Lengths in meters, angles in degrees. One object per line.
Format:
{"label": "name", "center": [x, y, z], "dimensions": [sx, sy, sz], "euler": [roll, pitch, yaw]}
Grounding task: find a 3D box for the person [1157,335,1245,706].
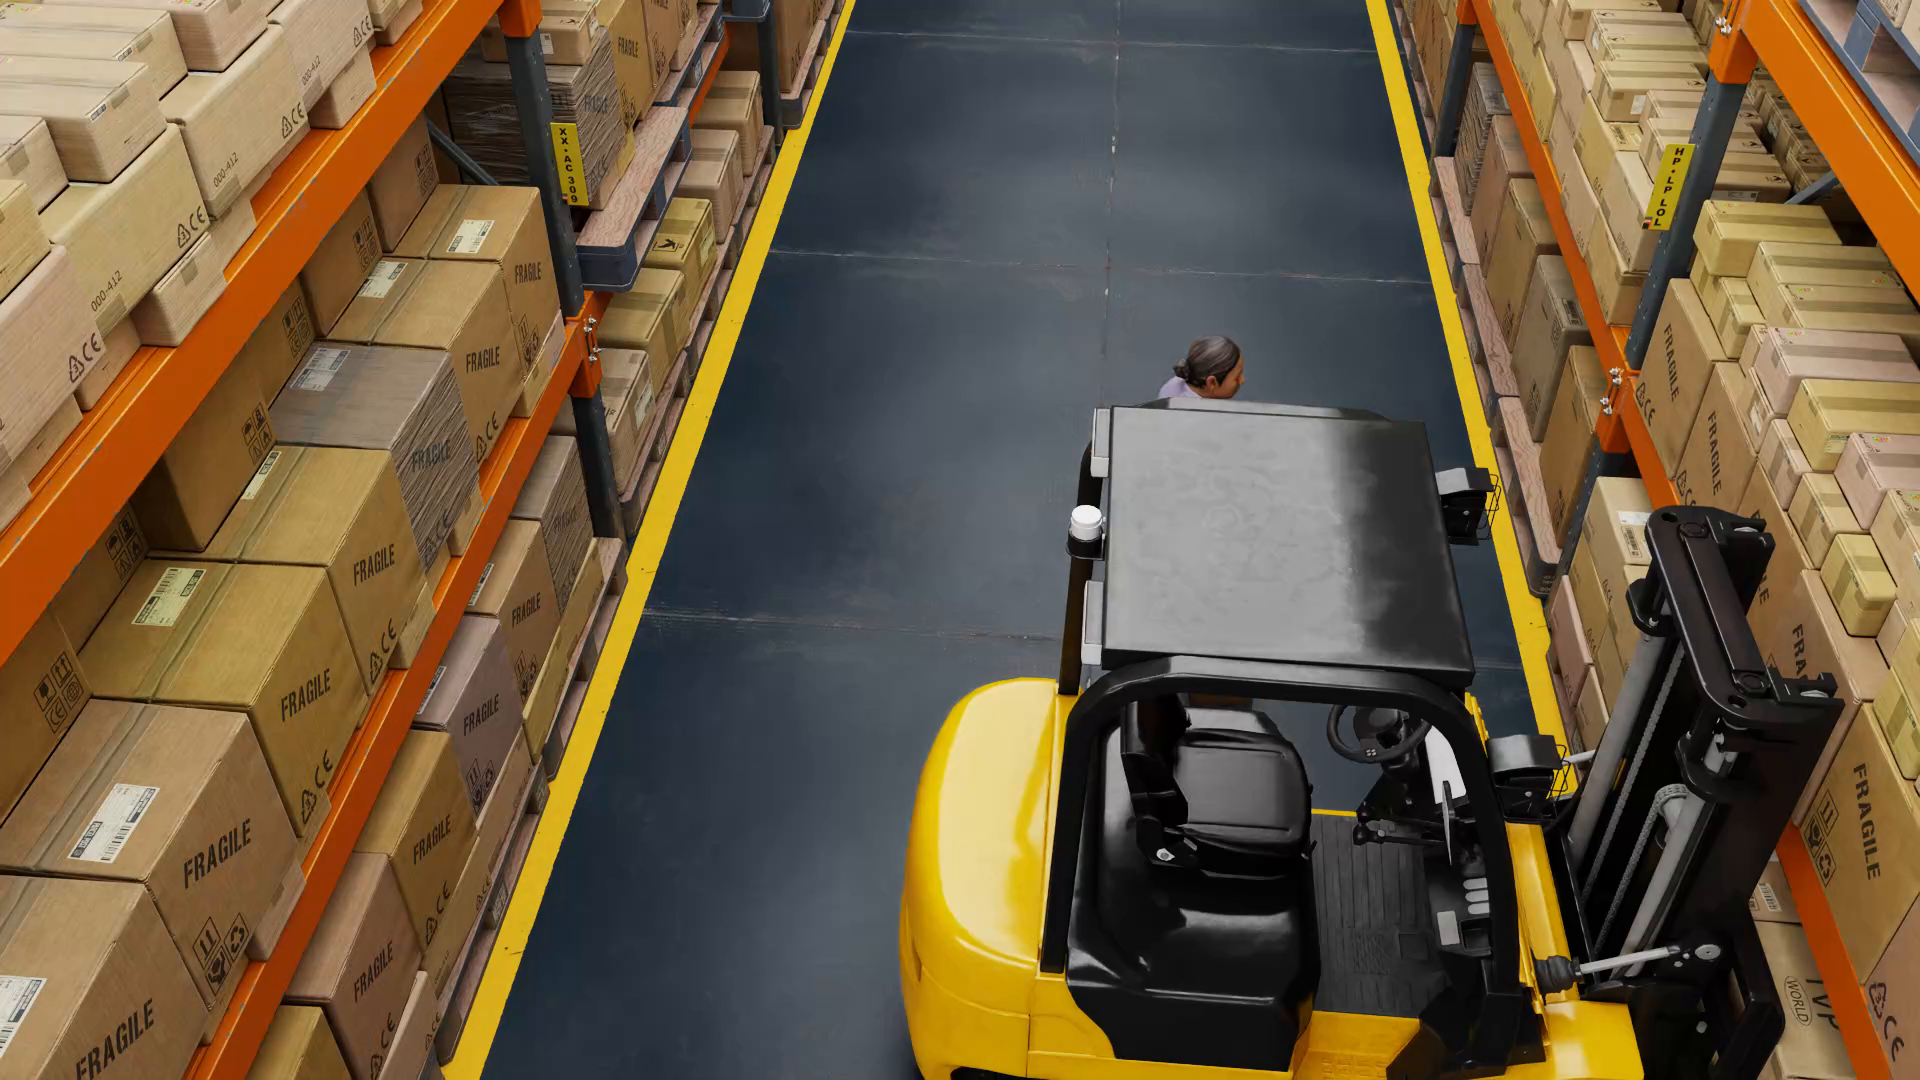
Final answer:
{"label": "person", "center": [0.809, -0.049, 6.220], "dimensions": [0.367, 1.651, 0.549], "euler": [3, 40, 3]}
